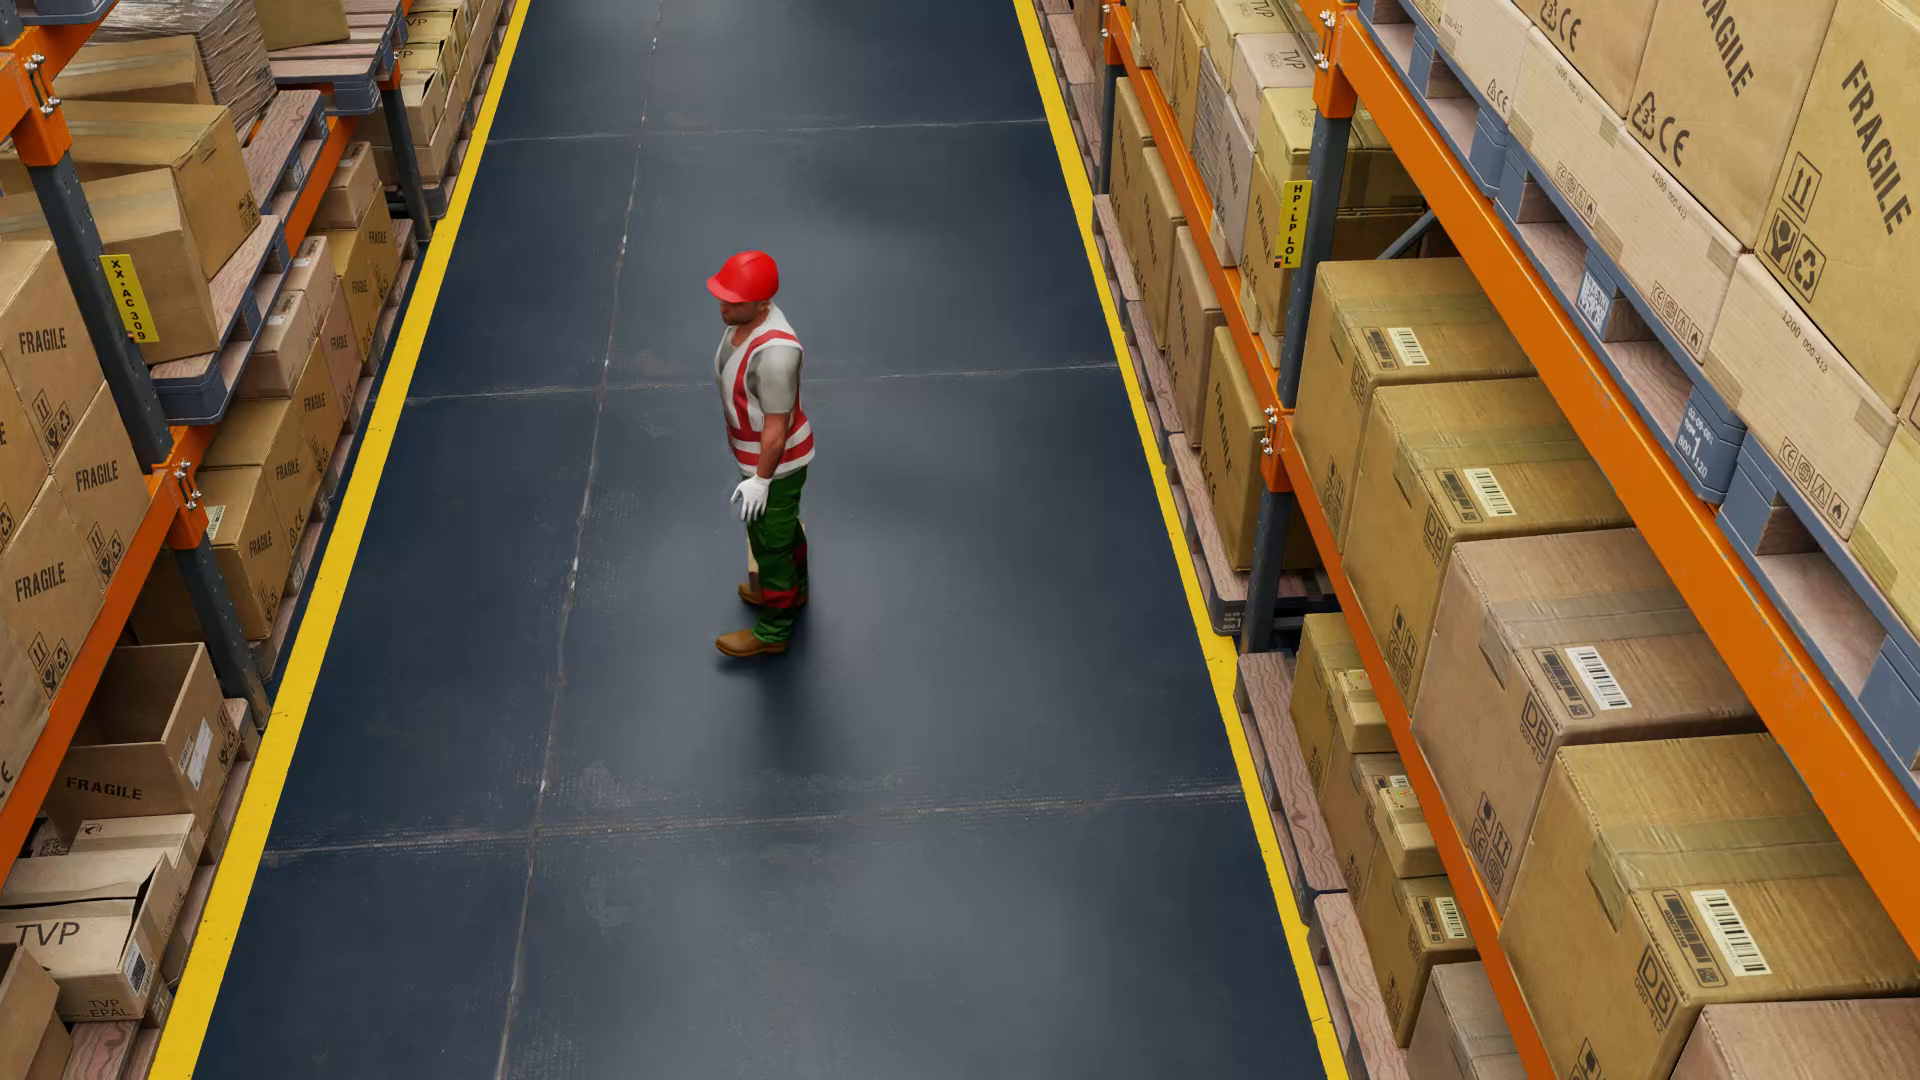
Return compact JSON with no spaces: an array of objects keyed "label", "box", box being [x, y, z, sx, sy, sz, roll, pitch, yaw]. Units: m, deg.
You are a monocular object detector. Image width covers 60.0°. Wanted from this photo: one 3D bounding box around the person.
[{"label":"person","box":[-0.822,-0.326,6.492,0.479,1.795,0.568,-12,40,-15]}]
